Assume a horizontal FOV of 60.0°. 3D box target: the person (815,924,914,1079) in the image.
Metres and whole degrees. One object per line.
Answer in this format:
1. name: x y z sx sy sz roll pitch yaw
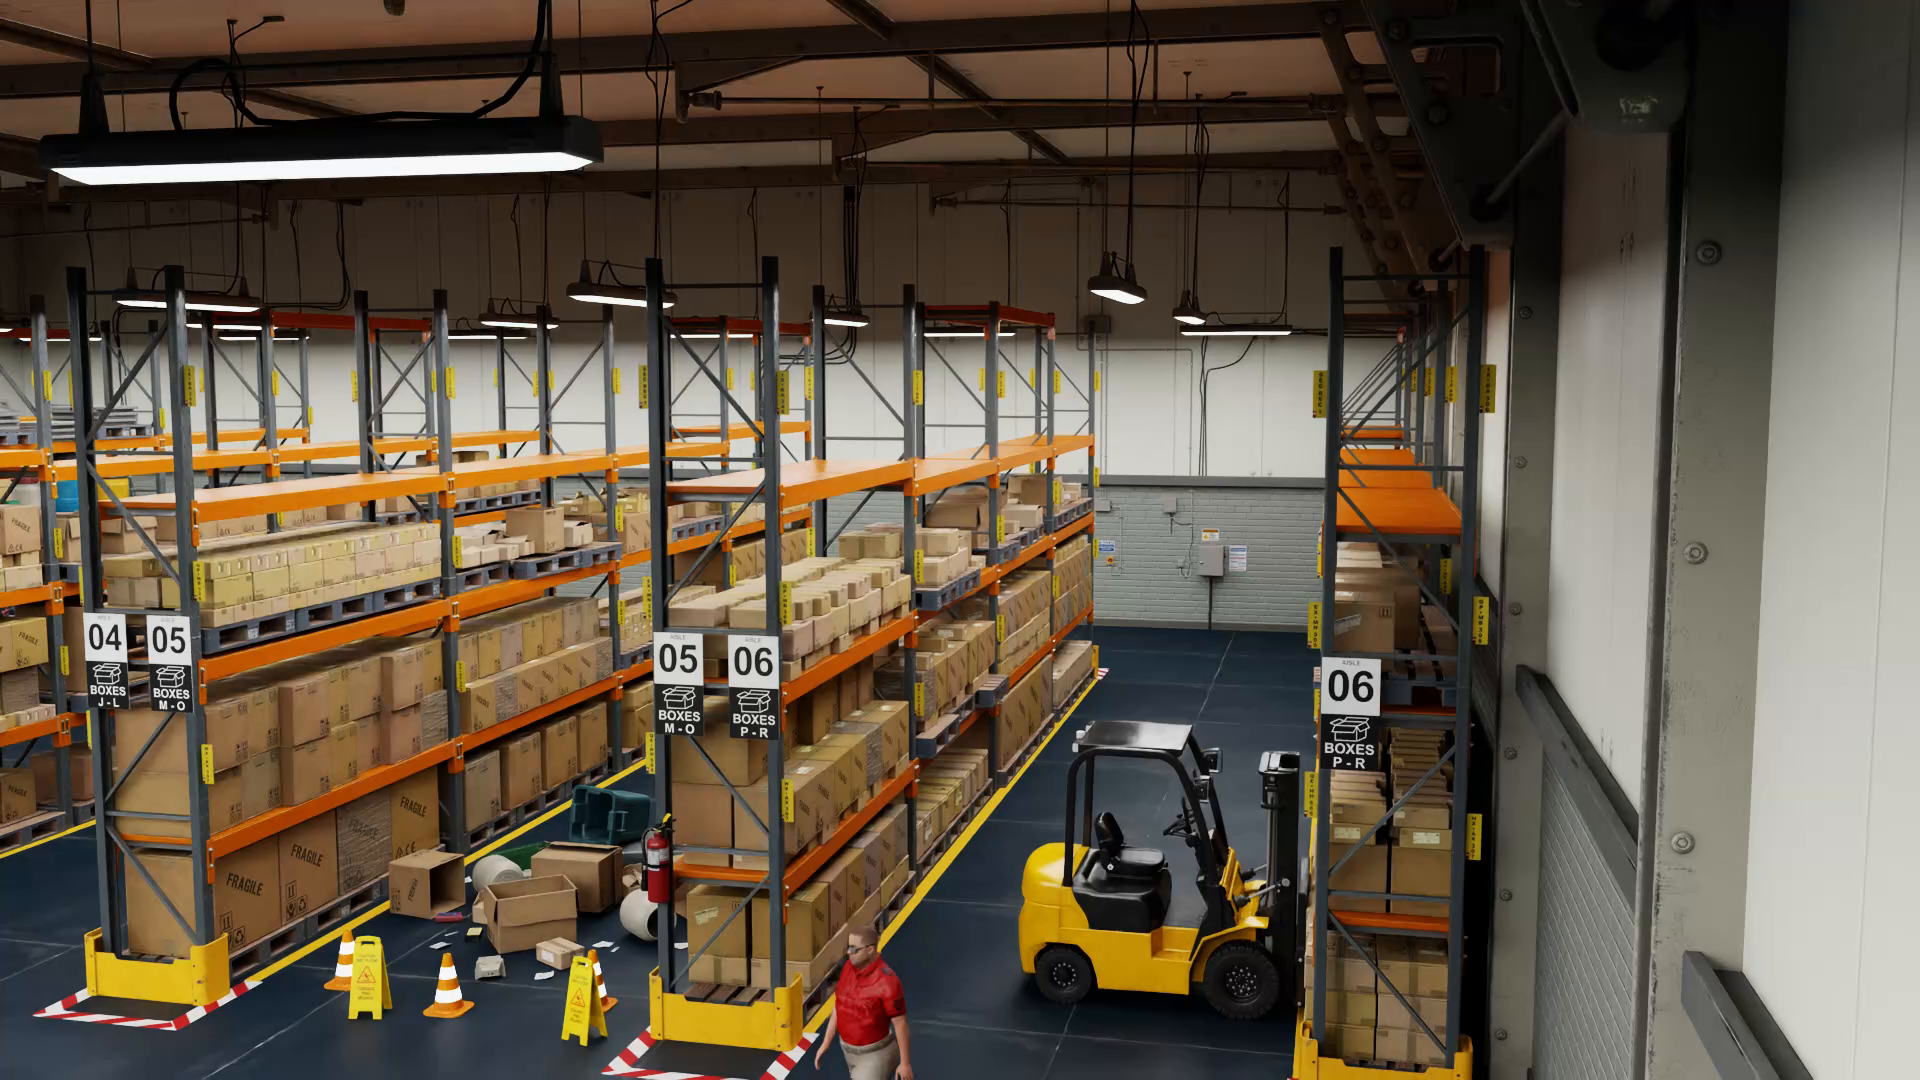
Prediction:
1. person: -0.665 3.255 10.507 1.061 1.668 0.566 -4 7 -34
